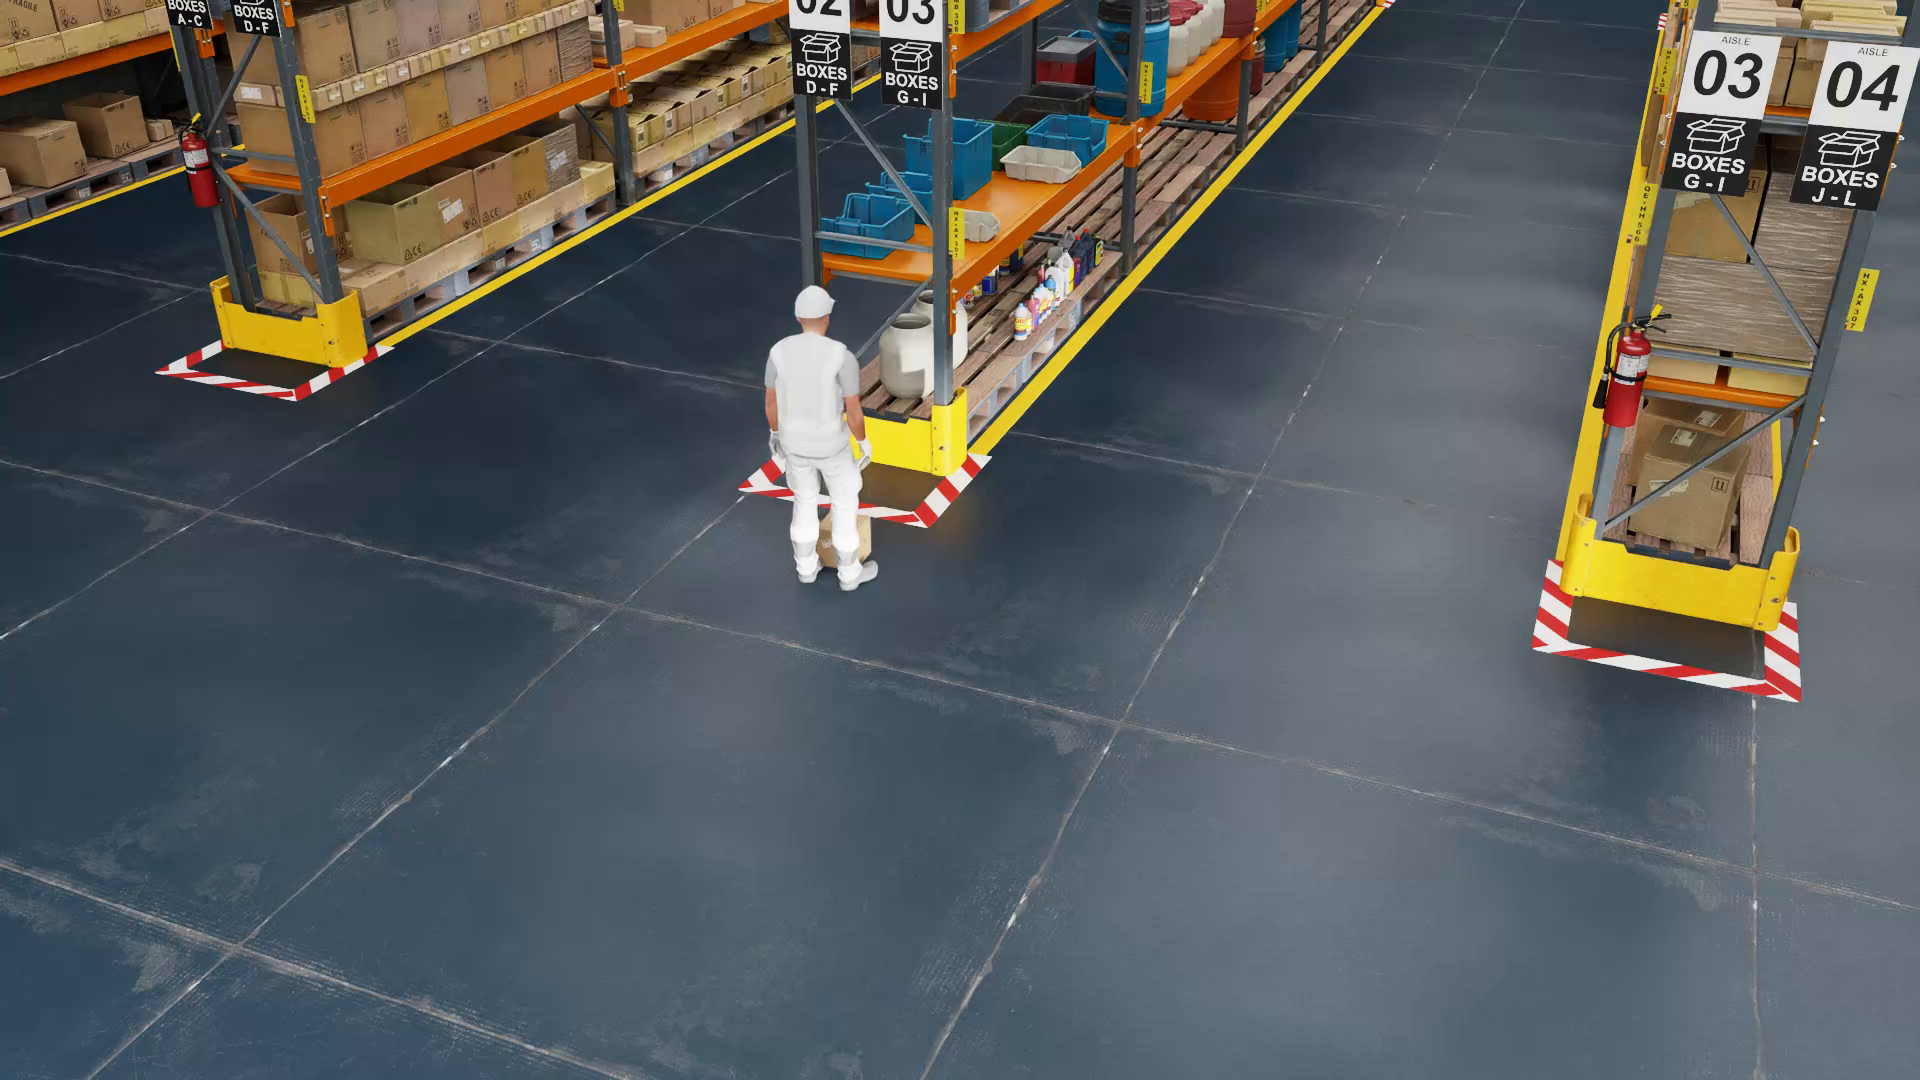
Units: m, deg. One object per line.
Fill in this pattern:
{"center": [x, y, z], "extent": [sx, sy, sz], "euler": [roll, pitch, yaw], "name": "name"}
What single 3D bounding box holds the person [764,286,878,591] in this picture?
{"center": [-0.794, -0.563, 9.387], "extent": [0.616, 1.778, 0.453], "euler": [9, 31, 16], "name": "person"}
